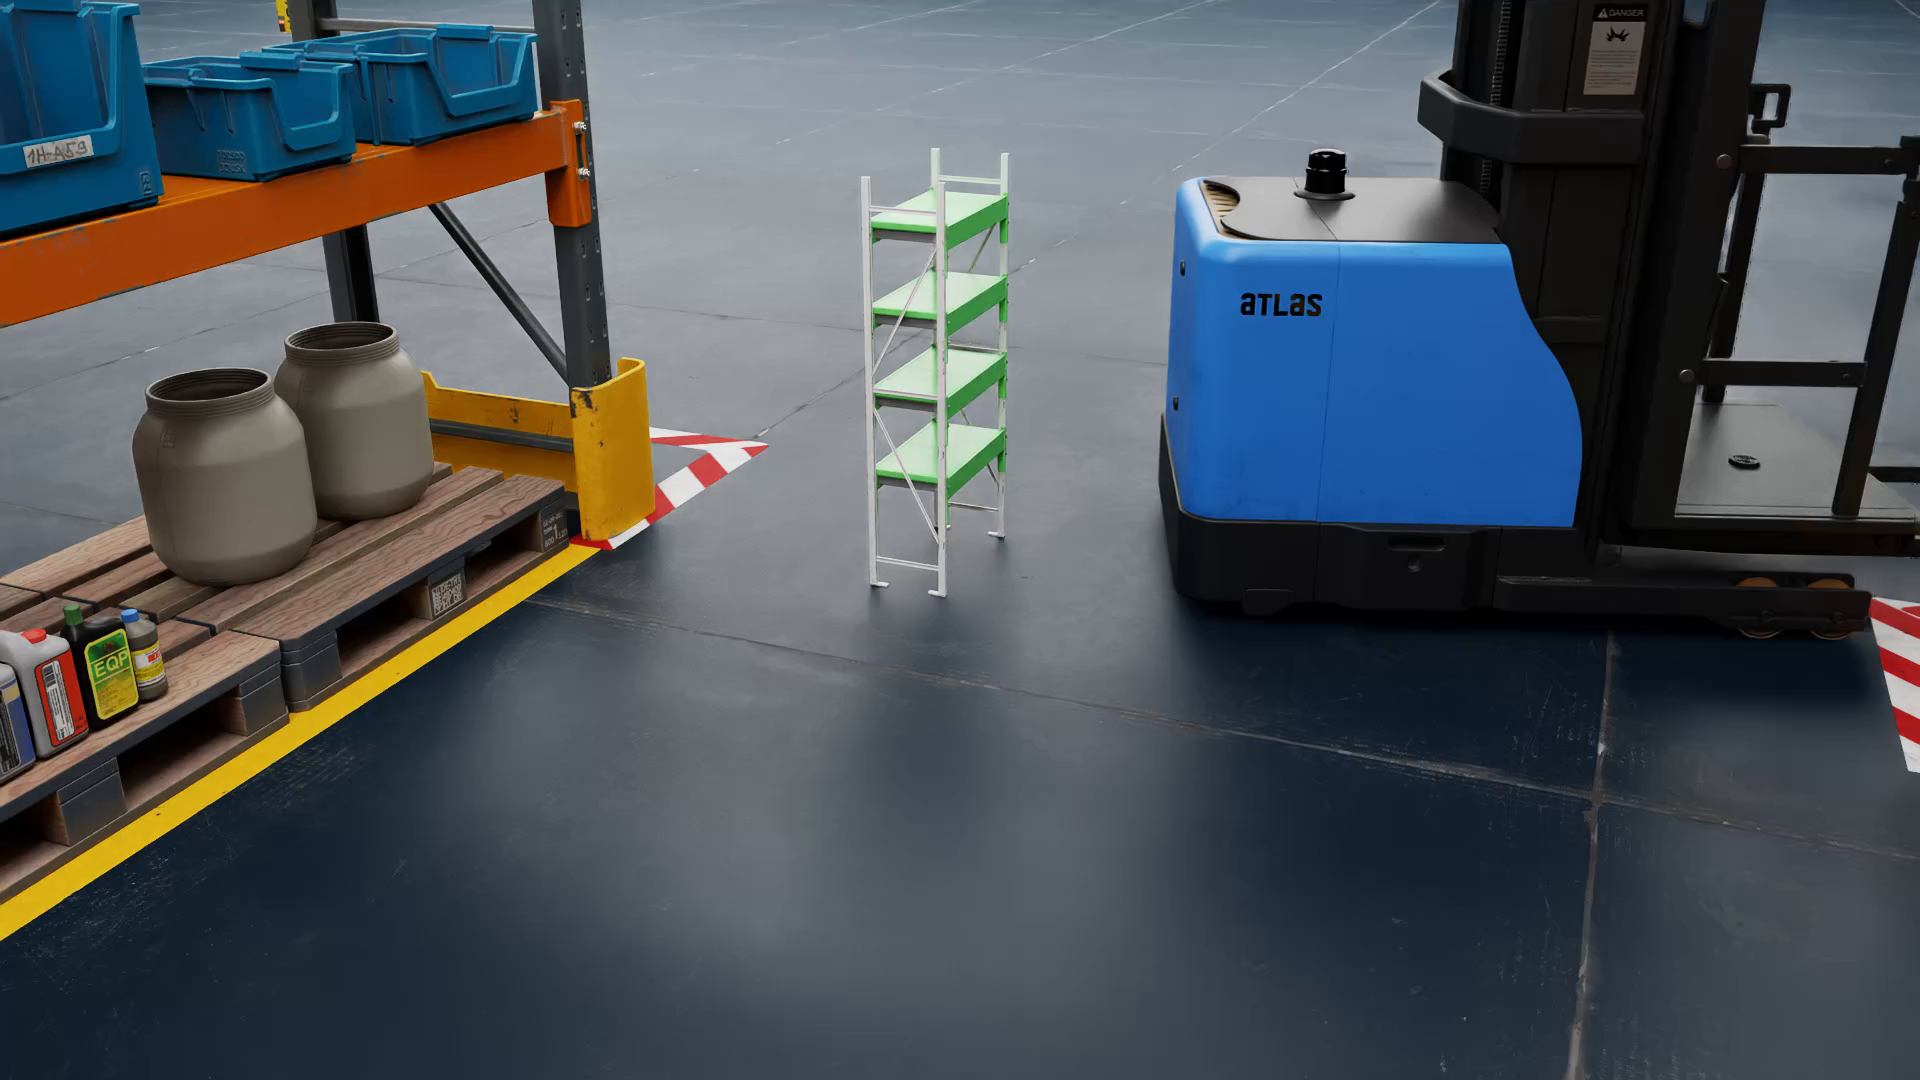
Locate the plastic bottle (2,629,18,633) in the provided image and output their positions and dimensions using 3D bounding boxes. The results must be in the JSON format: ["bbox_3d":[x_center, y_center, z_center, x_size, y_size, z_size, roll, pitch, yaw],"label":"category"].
[{"bbox_3d":[-2.100,0.290,3.618,0.061,0.283,0.133,9,24,20],"label":"plastic bottle"}]

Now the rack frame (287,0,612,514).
[{"bbox_3d":[-1.607,-1.552,5.074,1.000,3.000,0.127,9,24,20],"label":"rack frame"}]

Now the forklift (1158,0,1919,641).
[{"bbox_3d":[2.149,-1.287,4.528,3.031,2.935,1.130,1,23,3],"label":"forklift"}]

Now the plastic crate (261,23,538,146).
[{"bbox_3d":[-1.515,-1.261,4.571,0.499,0.251,0.616,9,24,20],"label":"plastic crate"}]

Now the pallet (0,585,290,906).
[{"bbox_3d":[-2.353,0.494,3.794,1.003,0.211,1.213,9,24,20],"label":"pallet"}]

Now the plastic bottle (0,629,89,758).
[{"bbox_3d":[-2.001,0.308,3.584,0.152,0.276,0.135,9,24,20],"label":"plastic bottle"}]

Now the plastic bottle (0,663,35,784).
[{"bbox_3d":[-2.053,0.358,3.465,0.152,0.276,0.135,8,24,19],"label":"plastic bottle"}]

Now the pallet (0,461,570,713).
[{"bbox_3d":[-1.898,0.059,4.836,1.003,0.211,1.213,9,24,20],"label":"pallet"}]

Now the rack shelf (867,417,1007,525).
[{"bbox_3d":[-0.061,-0.214,4.994,0.258,0.148,0.480,9,24,20],"label":"rack shelf"}]

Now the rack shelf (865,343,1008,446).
[{"bbox_3d":[-0.062,-0.435,4.902,0.258,0.148,0.480,9,24,20],"label":"rack shelf"}]

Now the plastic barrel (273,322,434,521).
[{"bbox_3d":[-1.780,-0.351,4.882,0.421,0.512,0.421,0,23,0],"label":"plastic barrel"}]

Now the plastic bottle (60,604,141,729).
[{"bbox_3d":[-1.909,0.263,3.683,0.061,0.283,0.133,9,24,21],"label":"plastic bottle"}]

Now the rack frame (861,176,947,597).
[{"bbox_3d":[-0.152,-0.407,4.668,0.240,1.200,0.015,9,24,20],"label":"rack frame"}]

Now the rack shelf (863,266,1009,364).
[{"bbox_3d":[-0.062,-0.657,4.809,0.258,0.148,0.480,9,24,20],"label":"rack shelf"}]

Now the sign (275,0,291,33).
[{"bbox_3d":[-2.116,-1.760,5.213,0.100,0.325,0.005,9,24,20],"label":"sign"}]

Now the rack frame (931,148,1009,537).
[{"bbox_3d":[0.029,-0.582,5.086,0.240,1.200,0.015,9,24,20],"label":"rack frame"}]

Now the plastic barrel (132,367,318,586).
[{"bbox_3d":[-1.967,-0.172,4.453,0.421,0.512,0.421,0,23,0],"label":"plastic barrel"}]

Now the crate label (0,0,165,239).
[{"bbox_3d":[-2.039,-0.871,3.397,0.502,0.435,0.616,9,24,20],"label":"crate label"}]

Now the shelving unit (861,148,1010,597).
[{"bbox_3d":[-0.062,-0.494,4.877,0.258,1.200,0.503,9,24,20],"label":"shelving unit"}]

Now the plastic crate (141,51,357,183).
[{"bbox_3d":[-1.762,-1.030,4.017,0.499,0.251,0.408,9,24,20],"label":"plastic crate"}]

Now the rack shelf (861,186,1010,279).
[{"bbox_3d":[-0.062,-0.878,4.717,0.258,0.148,0.480,9,24,20],"label":"rack shelf"}]

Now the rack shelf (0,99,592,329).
[{"bbox_3d":[-2.350,-0.504,3.499,1.077,0.370,4.000,9,24,20],"label":"rack shelf"}]

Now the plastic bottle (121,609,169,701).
[{"bbox_3d":[-1.882,0.256,3.805,0.097,0.201,0.097,0,23,0],"label":"plastic bottle"}]

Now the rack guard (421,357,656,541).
[{"bbox_3d":[-1.591,-0.365,5.474,1.175,0.500,0.348,9,24,20],"label":"rack guard"}]
